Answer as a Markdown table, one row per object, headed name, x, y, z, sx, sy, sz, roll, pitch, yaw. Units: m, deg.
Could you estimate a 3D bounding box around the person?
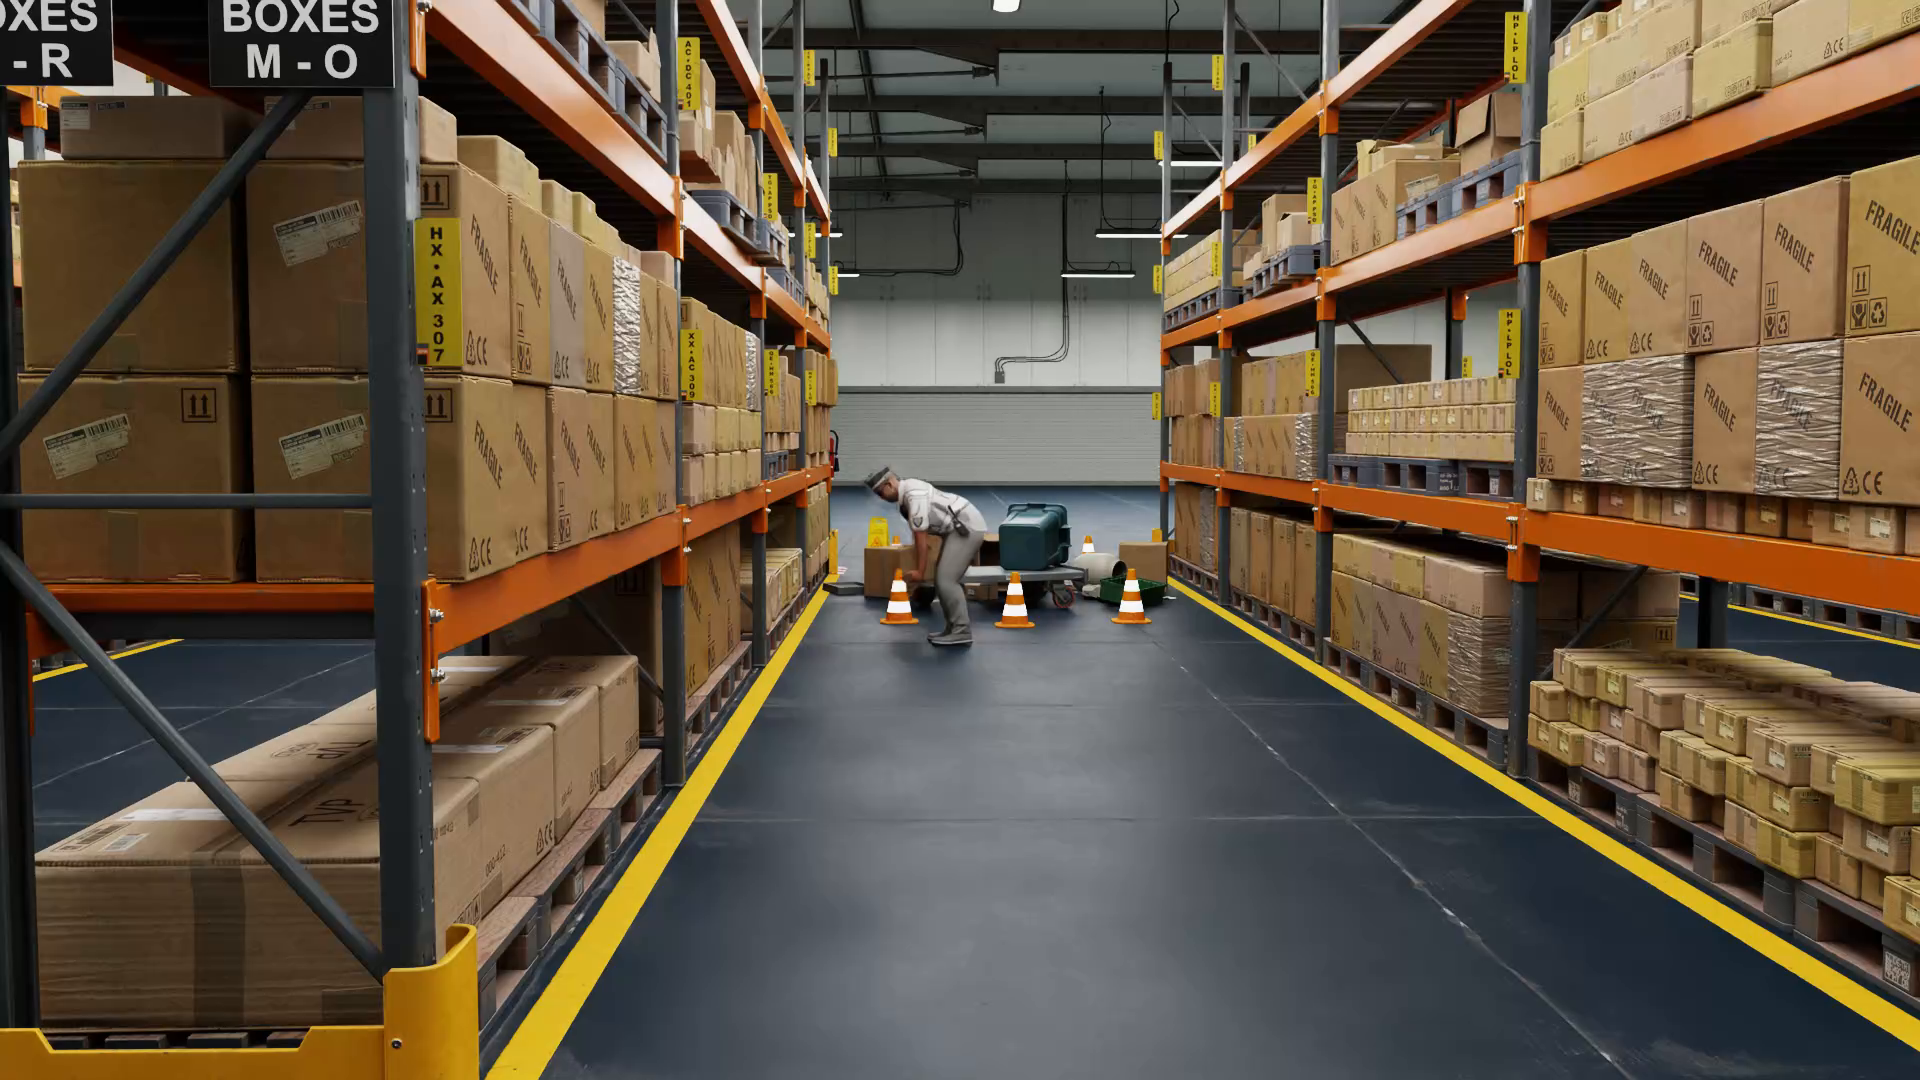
| name | x | y | z | sx | sy | sz | roll | pitch | yaw |
| --- | --- | --- | --- | --- | --- | --- | --- | --- | --- |
| person | -0.270 | 0.115 | 13.113 | 0.966 | 1.409 | 0.468 | 0 | 4 | -3 |
